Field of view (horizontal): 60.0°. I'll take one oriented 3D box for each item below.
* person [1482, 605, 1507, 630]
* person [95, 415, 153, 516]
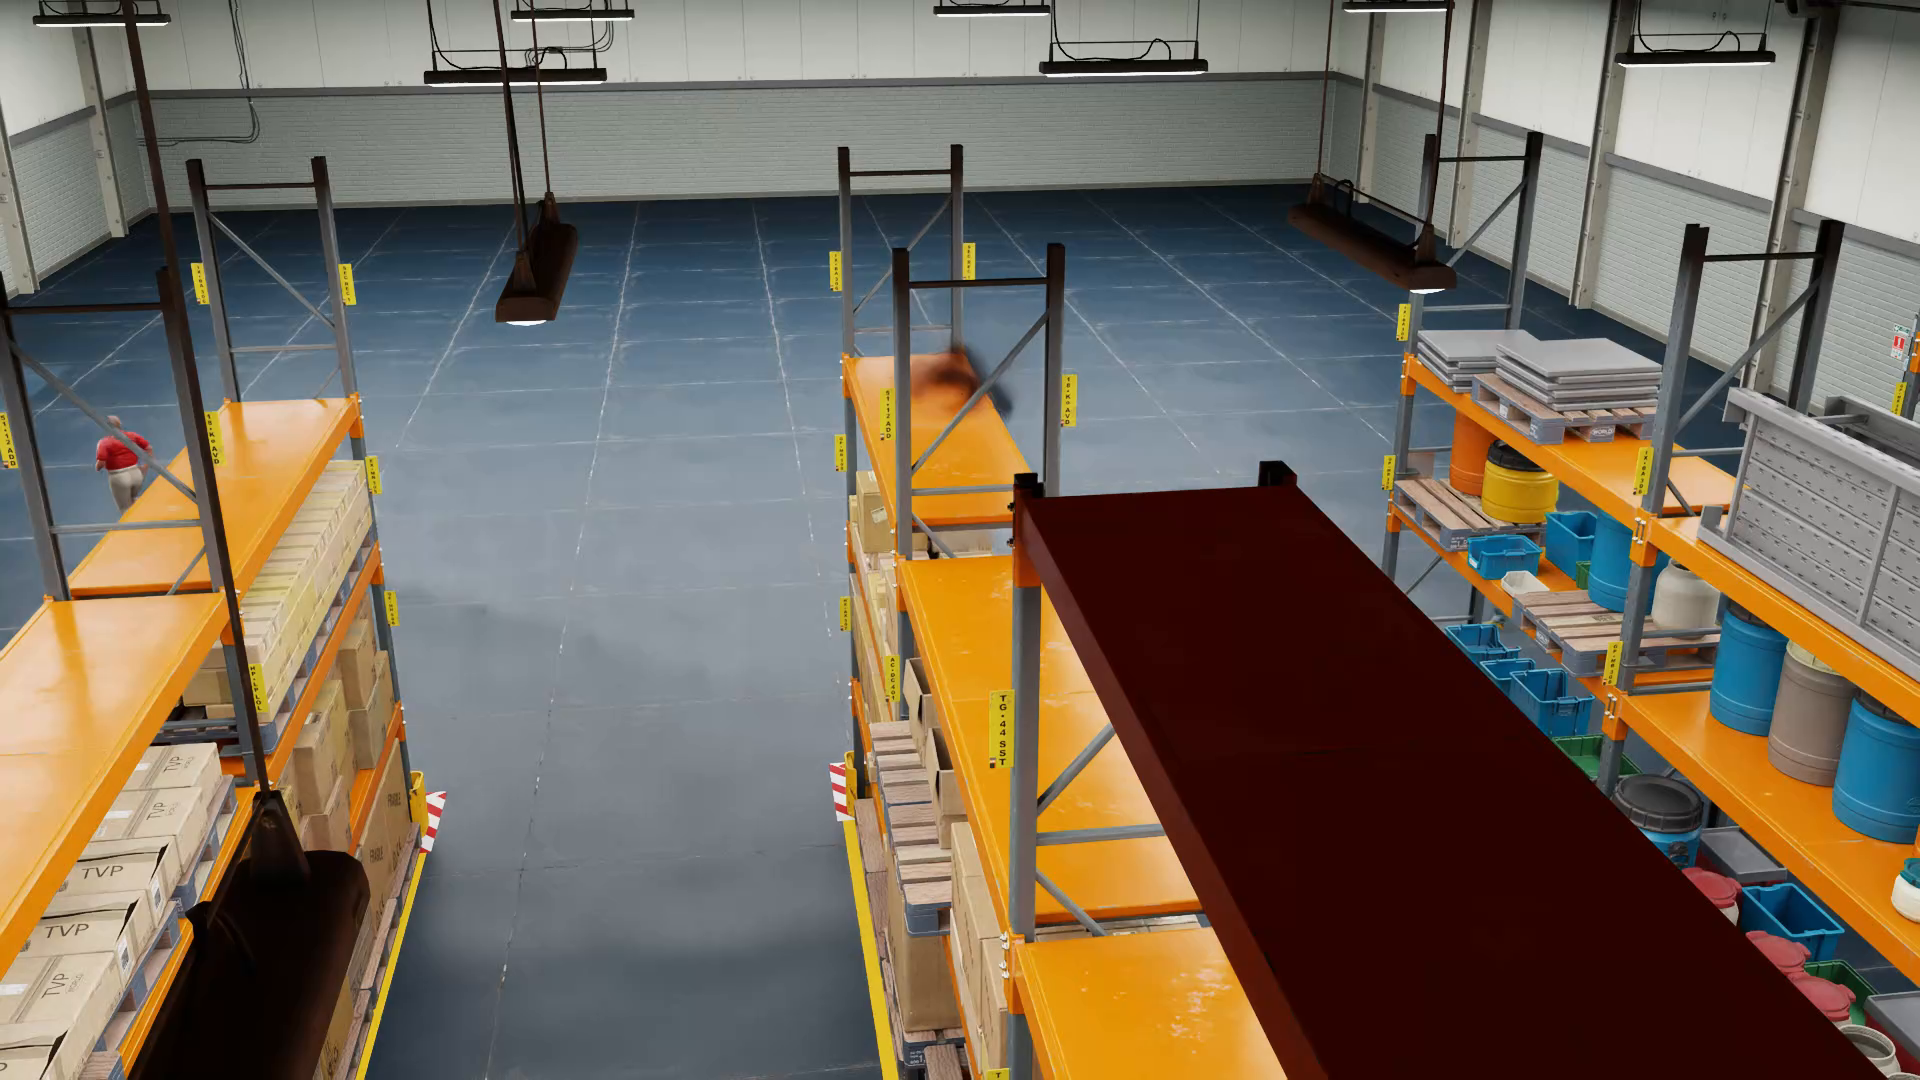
[{"bbox_3d":[6.309,0.244,18.664,0.808,1.766,0.690,9,23,22],"label":"person"},{"bbox_3d":[-10.757,-0.795,21.349,0.605,1.694,0.668,12,25,28],"label":"person"}]
